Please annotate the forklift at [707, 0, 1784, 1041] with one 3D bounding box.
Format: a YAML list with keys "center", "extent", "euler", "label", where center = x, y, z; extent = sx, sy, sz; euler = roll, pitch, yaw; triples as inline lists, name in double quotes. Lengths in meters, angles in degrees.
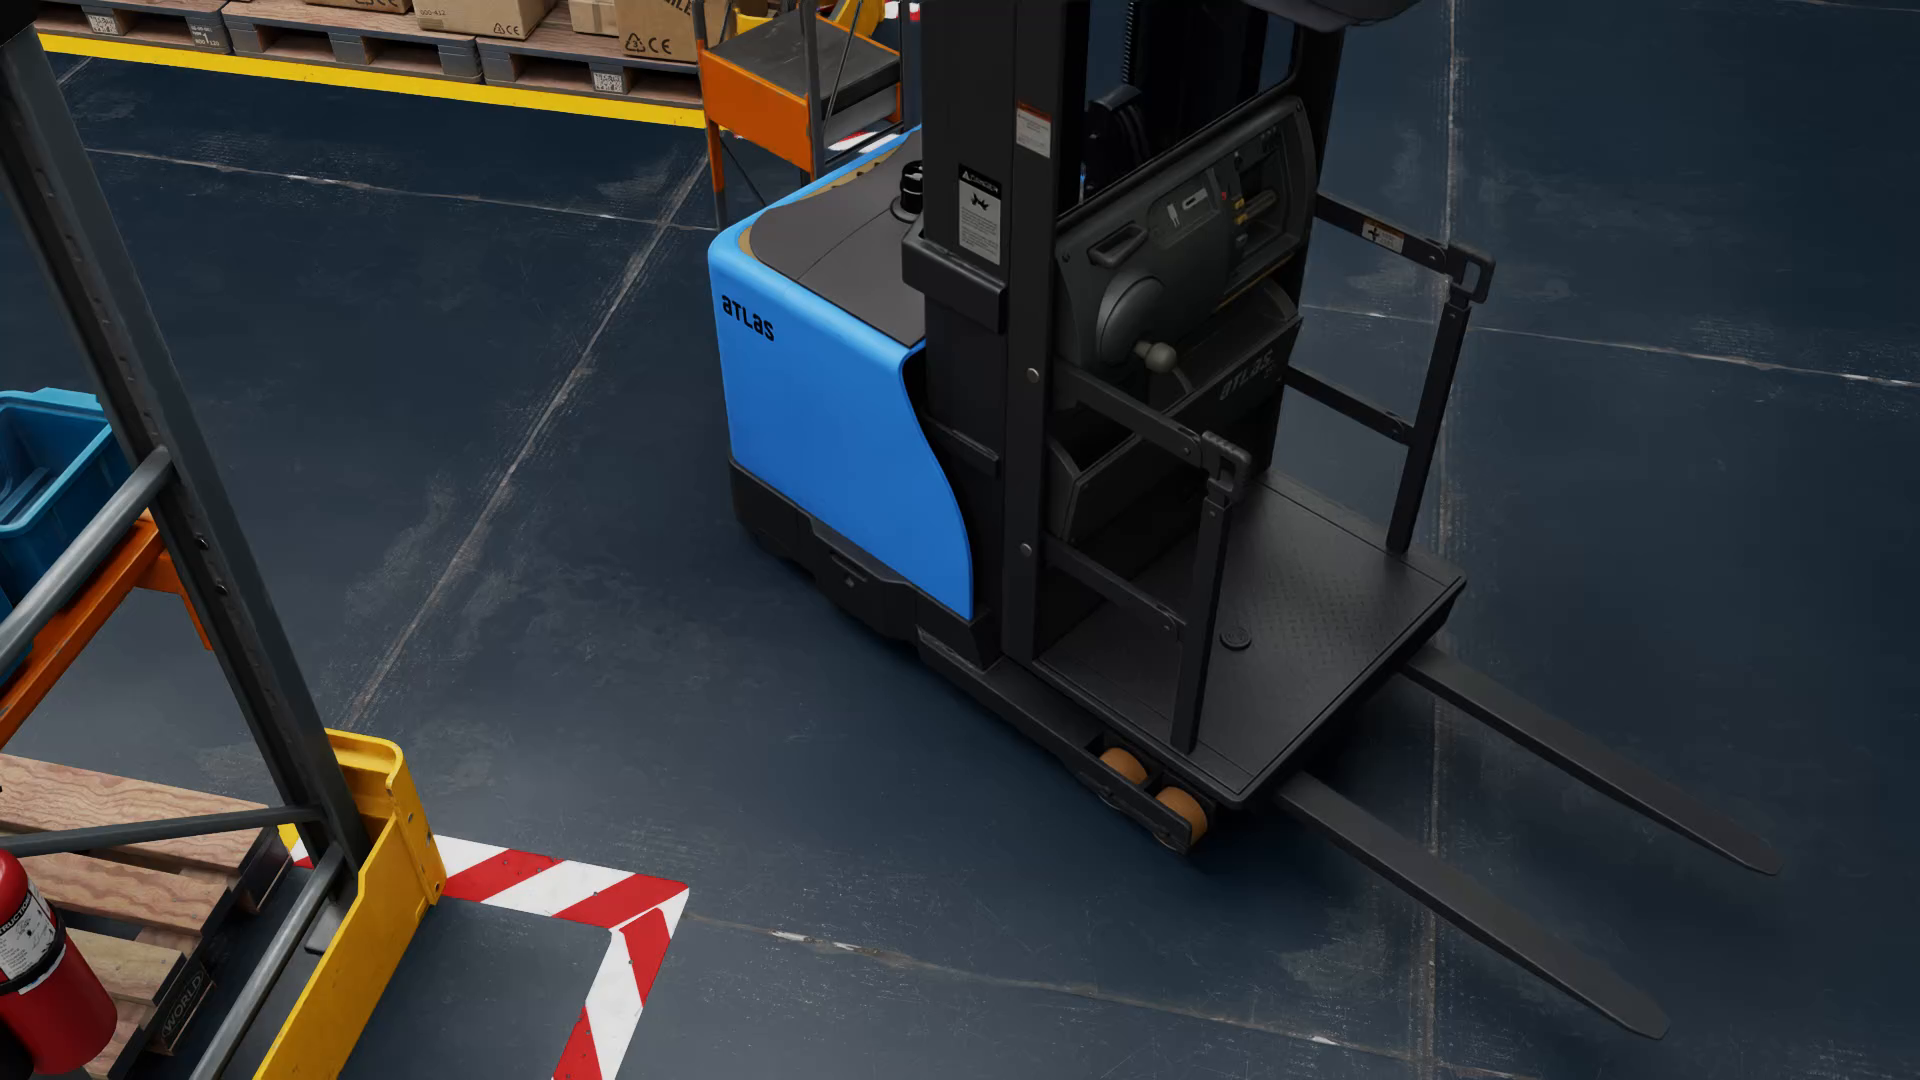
- center: [0.705, -0.652, 3.814]
  extent: [3.031, 2.935, 1.130]
  euler: [33, 53, 30]
  label: "forklift"

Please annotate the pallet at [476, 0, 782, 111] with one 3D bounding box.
- center: [-1.411, -2.329, 7.518]
  extent: [1.213, 0.211, 1.003]
  euler: [9, 45, 9]
  label: "pallet"

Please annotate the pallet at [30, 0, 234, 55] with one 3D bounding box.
- center: [-3.792, -2.699, 7.902]
  extent: [1.213, 0.211, 1.003]
  euler: [9, 45, 9]
  label: "pallet"

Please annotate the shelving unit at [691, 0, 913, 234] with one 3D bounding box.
- center: [-0.465, -1.291, 5.078]
  extent: [0.503, 2.100, 0.431]
  euler: [33, 53, 30]
  label: "shelving unit"

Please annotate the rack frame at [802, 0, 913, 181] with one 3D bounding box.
- center: [-0.287, -1.176, 4.957]
  extent: [0.015, 2.100, 0.400]
  euler: [33, 53, 30]
  label: "rack frame"

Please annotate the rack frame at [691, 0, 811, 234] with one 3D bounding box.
- center: [-0.643, -1.407, 5.198]
  extent: [0.015, 2.100, 0.400]
  euler: [33, 53, 30]
  label: "rack frame"

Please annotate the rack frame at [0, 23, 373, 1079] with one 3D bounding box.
- center: [-1.644, 0.149, 2.932]
  extent: [0.127, 3.000, 1.000]
  euler: [9, 45, 9]
  label: "rack frame"

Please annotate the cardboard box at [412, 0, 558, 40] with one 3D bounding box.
- center: [-2.064, -2.450, 7.298]
  extent: [0.500, 0.250, 0.500]
  euler: [9, 45, 9]
  label: "cardboard box"

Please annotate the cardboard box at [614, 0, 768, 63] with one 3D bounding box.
- center: [-1.143, -2.376, 7.041]
  extent: [0.500, 0.500, 0.500]
  euler: [9, 45, 9]
  label: "cardboard box"

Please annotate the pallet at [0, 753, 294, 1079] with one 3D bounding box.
- center: [-2.440, 1.003, 4.056]
  extent: [1.213, 0.211, 1.003]
  euler: [9, 45, 9]
  label: "pallet"

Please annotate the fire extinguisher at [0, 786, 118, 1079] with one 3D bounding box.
- center: [-1.596, 0.642, 2.745]
  extent: [0.183, 0.674, 0.296]
  euler: [9, 45, 9]
  label: "fire extinguisher"

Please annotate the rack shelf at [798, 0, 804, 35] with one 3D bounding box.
- center: [-0.465, -1.786, 4.602]
  extent: [0.480, 0.518, 0.431]
  euler: [33, 53, 30]
  label: "rack shelf"

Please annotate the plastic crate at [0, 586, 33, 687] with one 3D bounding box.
- center: [-2.012, 0.191, 2.820]
  extent: [0.499, 0.435, 0.616]
  euler: [9, 45, 9]
  label: "plastic crate"

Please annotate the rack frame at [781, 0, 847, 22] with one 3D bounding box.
- center: [-0.559, -3.202, 6.414]
  extent: [0.127, 3.000, 1.000]
  euler: [9, 45, 9]
  label: "rack frame"

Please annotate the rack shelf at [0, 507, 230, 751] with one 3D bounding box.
- center: [-3.596, 0.106, 3.496]
  extent: [4.000, 0.370, 1.077]
  euler: [9, 45, 9]
  label: "rack shelf"

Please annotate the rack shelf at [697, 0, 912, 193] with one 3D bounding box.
- center: [-0.465, -1.282, 5.087]
  extent: [0.480, 0.518, 0.431]
  euler: [33, 53, 30]
  label: "rack shelf"

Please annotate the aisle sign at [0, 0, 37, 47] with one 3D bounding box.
- center: [-1.509, -0.977, 2.228]
  extent: [0.004, 0.787, 0.394]
  euler: [9, 45, 9]
  label: "aisle sign"

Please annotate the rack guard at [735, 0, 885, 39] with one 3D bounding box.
- center: [-0.633, -2.313, 7.293]
  extent: [0.348, 0.500, 1.175]
  euler: [9, 45, 9]
  label: "rack guard"

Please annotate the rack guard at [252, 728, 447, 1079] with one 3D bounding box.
- center: [-1.618, 1.045, 3.804]
  extent: [0.348, 0.500, 1.175]
  euler: [9, 45, 9]
  label: "rack guard"

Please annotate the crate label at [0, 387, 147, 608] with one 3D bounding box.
- center: [-1.813, -0.072, 3.239]
  extent: [0.303, 0.233, 0.416]
  euler: [9, 45, 9]
  label: "crate label"

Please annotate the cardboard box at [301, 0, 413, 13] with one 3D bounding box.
- center: [-2.628, -2.786, 7.464]
  extent: [0.637, 0.503, 0.797]
  euler: [9, 45, 9]
  label: "cardboard box"

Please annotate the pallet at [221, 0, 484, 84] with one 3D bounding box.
- center: [-2.598, -2.515, 7.711]
  extent: [1.213, 0.211, 1.003]
  euler: [9, 45, 9]
  label: "pallet"

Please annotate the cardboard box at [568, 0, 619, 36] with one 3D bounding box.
- center: [-1.519, -2.378, 7.283]
  extent: [0.250, 0.166, 0.380]
  euler: [9, 45, 9]
  label: "cardboard box"
